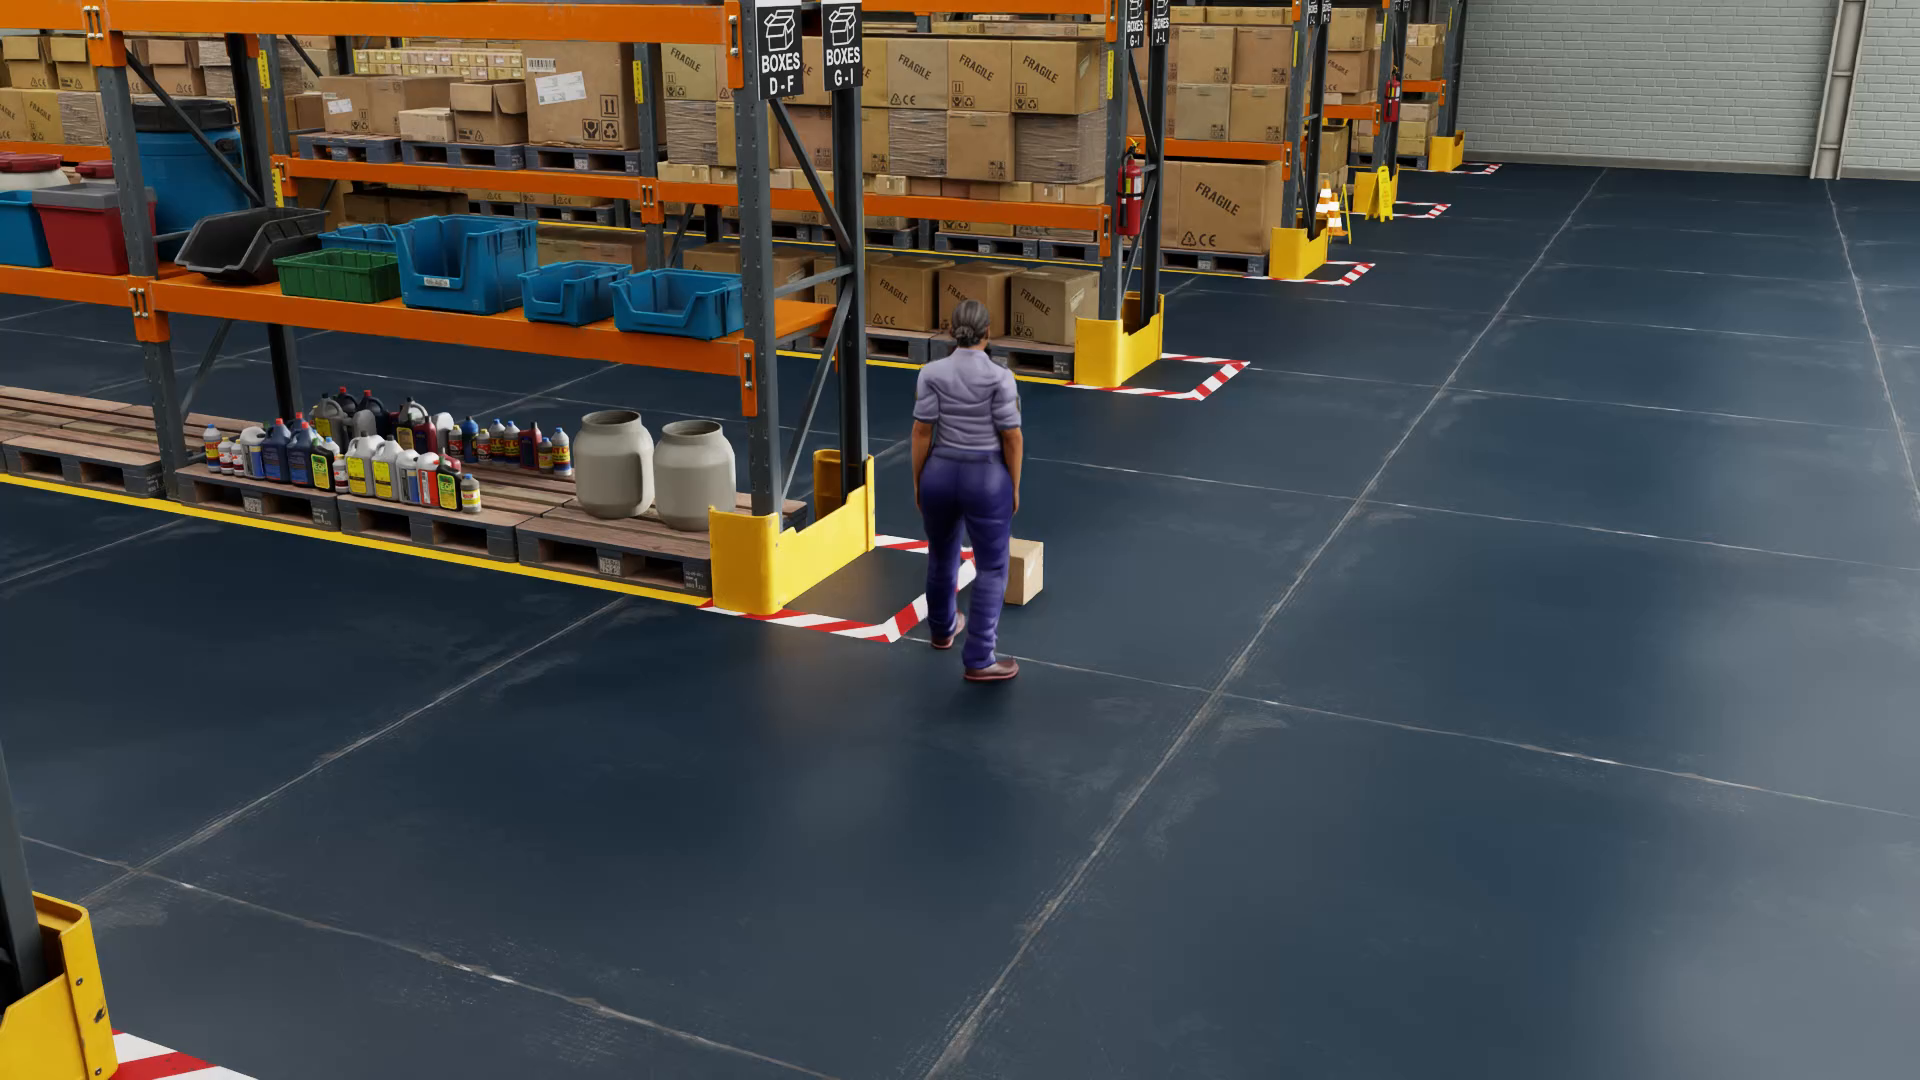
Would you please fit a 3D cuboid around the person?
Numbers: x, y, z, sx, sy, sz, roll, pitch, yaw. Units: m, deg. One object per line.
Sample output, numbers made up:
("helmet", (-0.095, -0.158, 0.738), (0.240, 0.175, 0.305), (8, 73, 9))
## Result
("person", (0.053, -0.227, 7.241), (0.529, 1.639, 0.712), (7, 20, 19))
